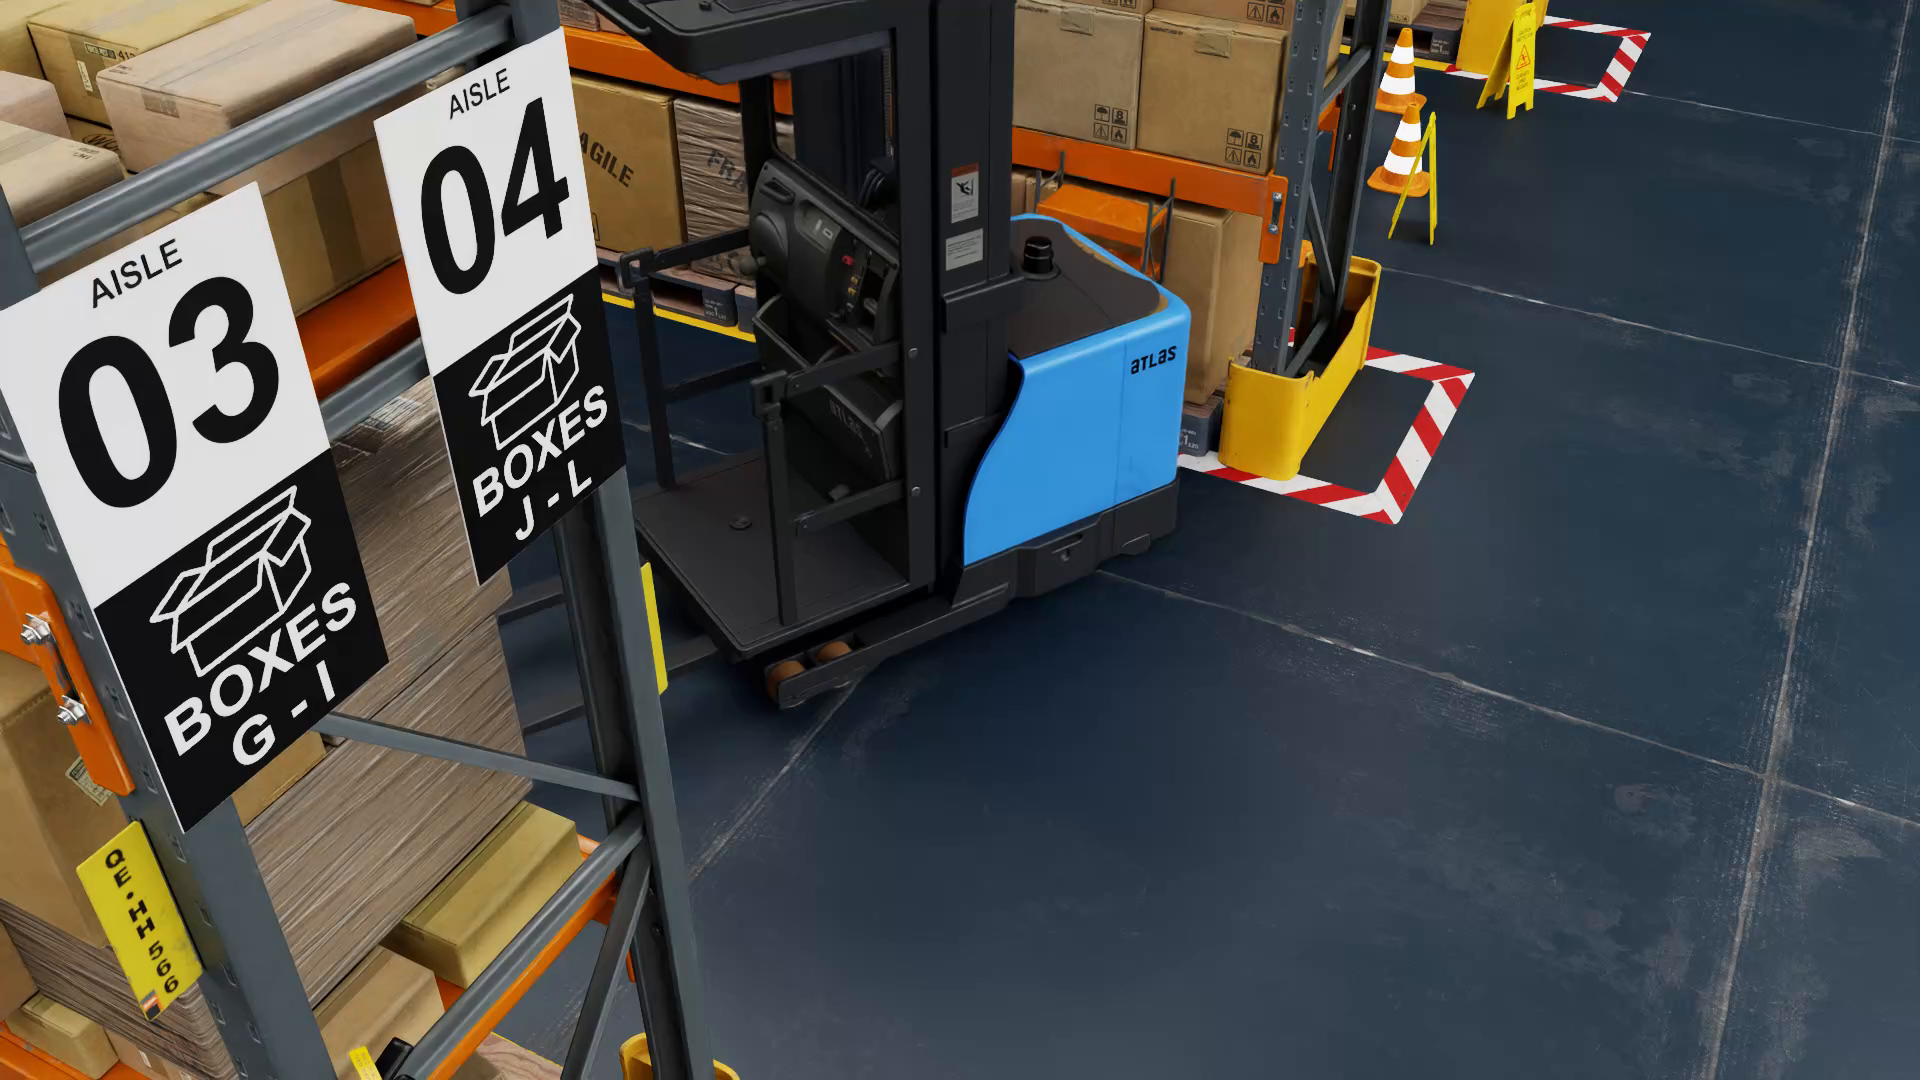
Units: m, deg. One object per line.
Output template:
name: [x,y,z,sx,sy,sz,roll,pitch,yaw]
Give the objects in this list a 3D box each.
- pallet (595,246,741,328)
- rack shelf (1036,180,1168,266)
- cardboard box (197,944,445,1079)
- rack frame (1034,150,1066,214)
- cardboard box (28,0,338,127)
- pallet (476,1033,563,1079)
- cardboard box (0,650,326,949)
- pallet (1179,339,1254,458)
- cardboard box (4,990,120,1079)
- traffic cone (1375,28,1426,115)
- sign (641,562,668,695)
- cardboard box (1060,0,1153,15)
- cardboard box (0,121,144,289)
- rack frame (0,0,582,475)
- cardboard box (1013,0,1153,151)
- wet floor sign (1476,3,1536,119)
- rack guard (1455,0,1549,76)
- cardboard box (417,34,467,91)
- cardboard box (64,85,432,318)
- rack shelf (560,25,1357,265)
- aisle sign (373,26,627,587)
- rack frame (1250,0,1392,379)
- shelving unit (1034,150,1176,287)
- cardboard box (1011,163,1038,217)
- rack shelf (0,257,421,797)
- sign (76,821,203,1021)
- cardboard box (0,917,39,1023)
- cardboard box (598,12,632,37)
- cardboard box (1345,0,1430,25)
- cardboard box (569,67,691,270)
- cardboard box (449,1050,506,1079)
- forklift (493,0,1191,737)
pallet: [-1.418,-1.548,8.615,1.213,0.211,1.003,17,41,21]
rack shelf: [0.574,-1.285,6.723,0.480,0.148,0.258,20,40,21]
cardboard box: [-1.224,0.966,3.204,0.250,0.149,0.380,17,41,21]
rack frame: [0.346,-1.048,7.049,0.015,1.200,0.240,20,40,21]
cardboard box: [-1.200,-0.784,2.615,0.250,0.149,0.380,18,41,22]
pallet: [-1.649,1.679,4.363,1.213,0.211,1.003,17,41,21]
cardboard box: [-1.478,0.258,2.774,0.500,0.500,0.500,17,41,21]
pallet: [0.749,-0.870,7.722,1.213,0.211,1.003,17,41,21]
cardboard box: [-1.691,0.854,3.351,0.250,0.149,0.380,17,41,21]
traffic cone: [2.706,-2.903,10.191,0.334,0.463,0.336,17,41,21]
sign: [-0.627,0.198,3.292,0.005,0.325,0.100,17,41,21]
cardboard box: [0.652,-2.518,6.569,0.550,0.550,0.875,17,41,21]
cardboard box: [-1.266,-0.369,2.069,0.250,0.149,0.380,17,41,21]
rack frame: [-0.876,-1.555,1.356,0.127,3.000,1.000,17,41,21]
cardboard box: [0.646,-2.080,6.885,0.550,0.550,0.875,17,41,21]
wet floor sign: [3.358,-2.921,10.064,0.267,0.644,0.232,-29,46,-33]
rack guard: [3.614,-3.511,10.963,0.348,0.500,1.175,17,41,21]
cardboard box: [-2.650,-2.308,8.823,0.750,0.750,1.050,17,40,21]
cardboard box: [-1.185,-0.573,2.667,0.500,0.250,0.500,19,41,23]
rack shelf: [-0.281,-2.070,7.591,4.000,0.370,1.077,17,41,21]
aisle sign: [-0.683,-0.345,2.573,0.004,0.787,0.394,17,41,21]
rack frame: [1.495,-1.800,6.641,0.127,3.000,1.000,17,41,21]
shelving unit: [0.561,-0.972,6.961,0.503,1.200,0.258,20,40,21]
cardboard box: [0.080,-1.518,7.679,0.875,0.875,0.875,17,40,21]
rack shelf: [-2.652,-0.630,3.213,4.000,0.370,1.077,17,41,21]
sign: [-1.149,0.540,2.339,0.005,0.325,0.100,17,41,21]
cardboard box: [-1.851,0.434,3.369,0.500,0.500,0.875,17,41,21]
cardboard box: [-1.225,-2.735,7.749,0.550,0.550,0.875,17,41,21]
cardboard box: [2.819,-3.645,10.998,0.500,0.250,0.500,17,40,21]
cardboard box: [-1.531,-2.021,8.342,0.875,0.875,0.875,18,41,22]
cardboard box: [-1.423,1.480,4.039,0.500,0.500,0.500,25,44,29]
forklift: [-0.643,-0.933,5.555,3.031,2.935,1.130,-21,42,-26]
